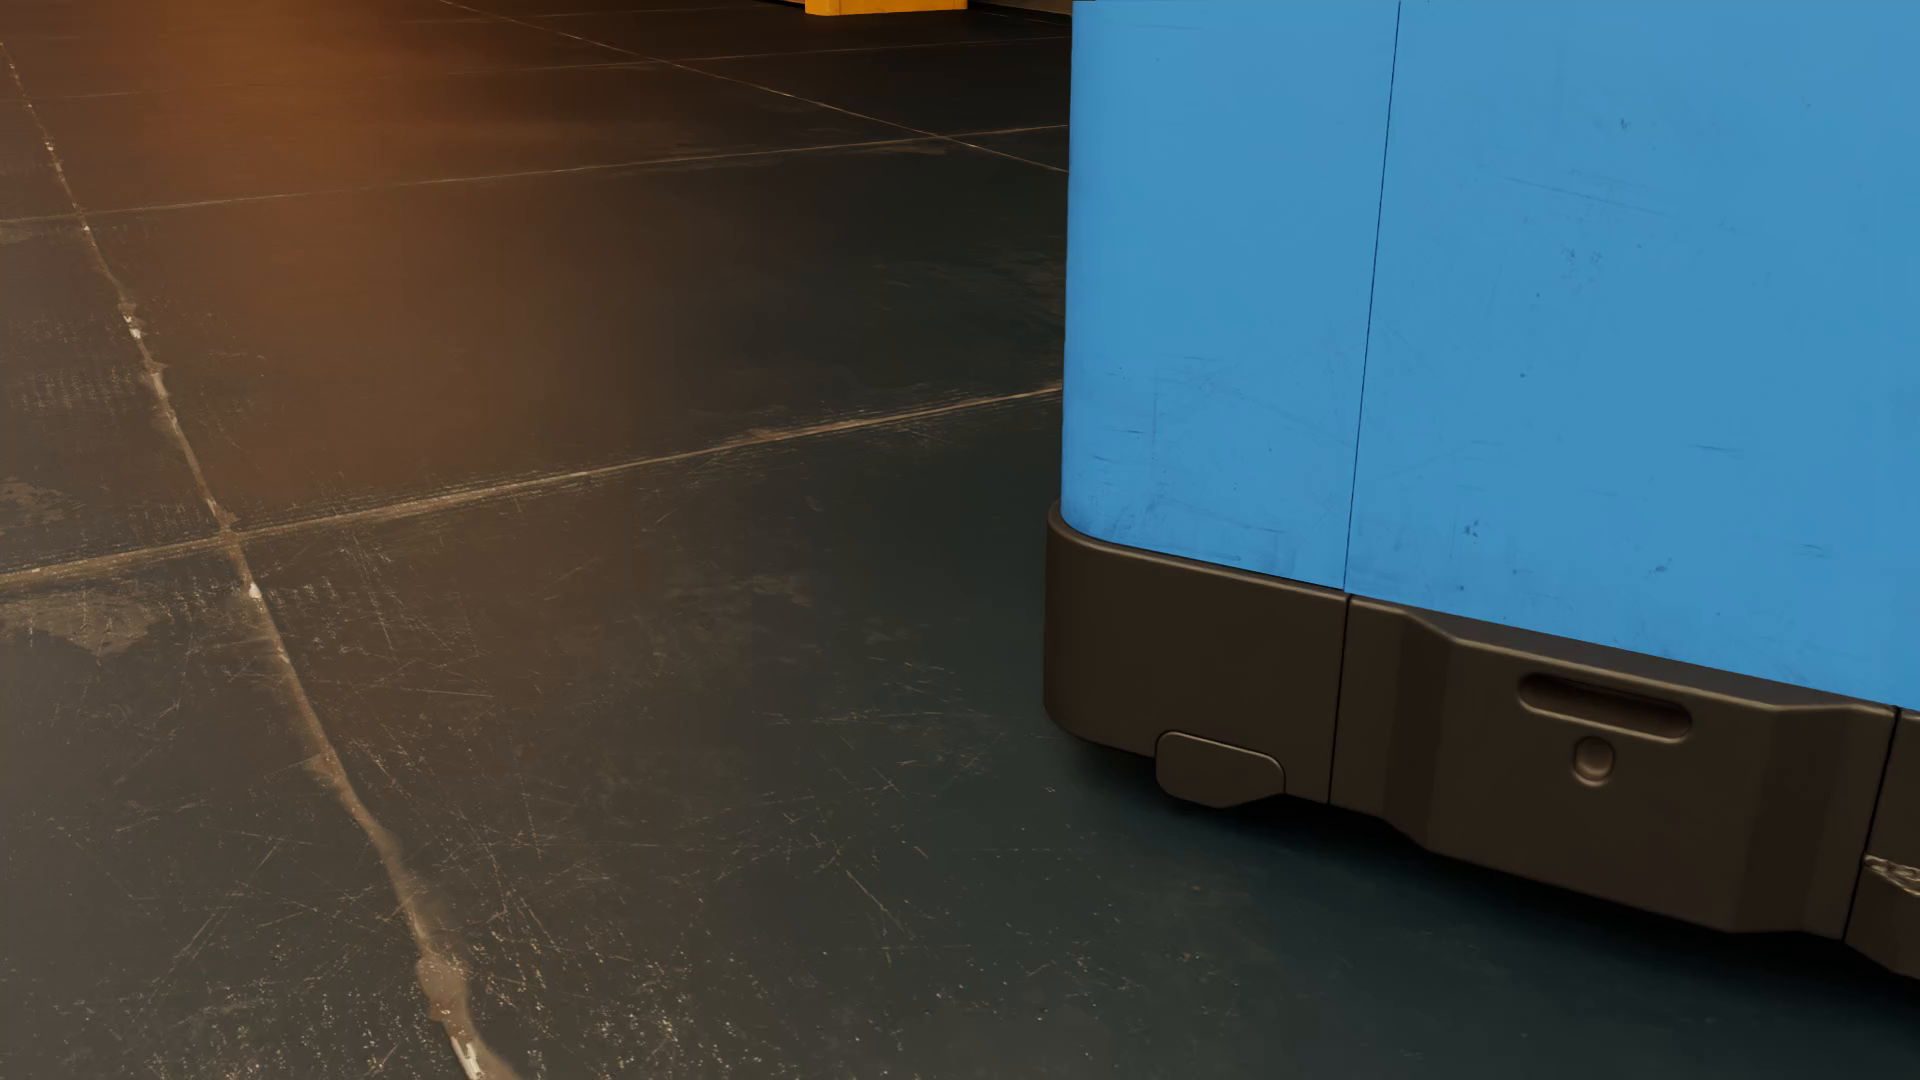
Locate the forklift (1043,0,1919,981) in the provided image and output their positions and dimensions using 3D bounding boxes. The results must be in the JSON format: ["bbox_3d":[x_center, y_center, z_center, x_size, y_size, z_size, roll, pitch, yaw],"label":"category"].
[{"bbox_3d":[1.636,-0.969,1.134,3.031,2.935,1.130,12,25,27],"label":"forklift"}]
